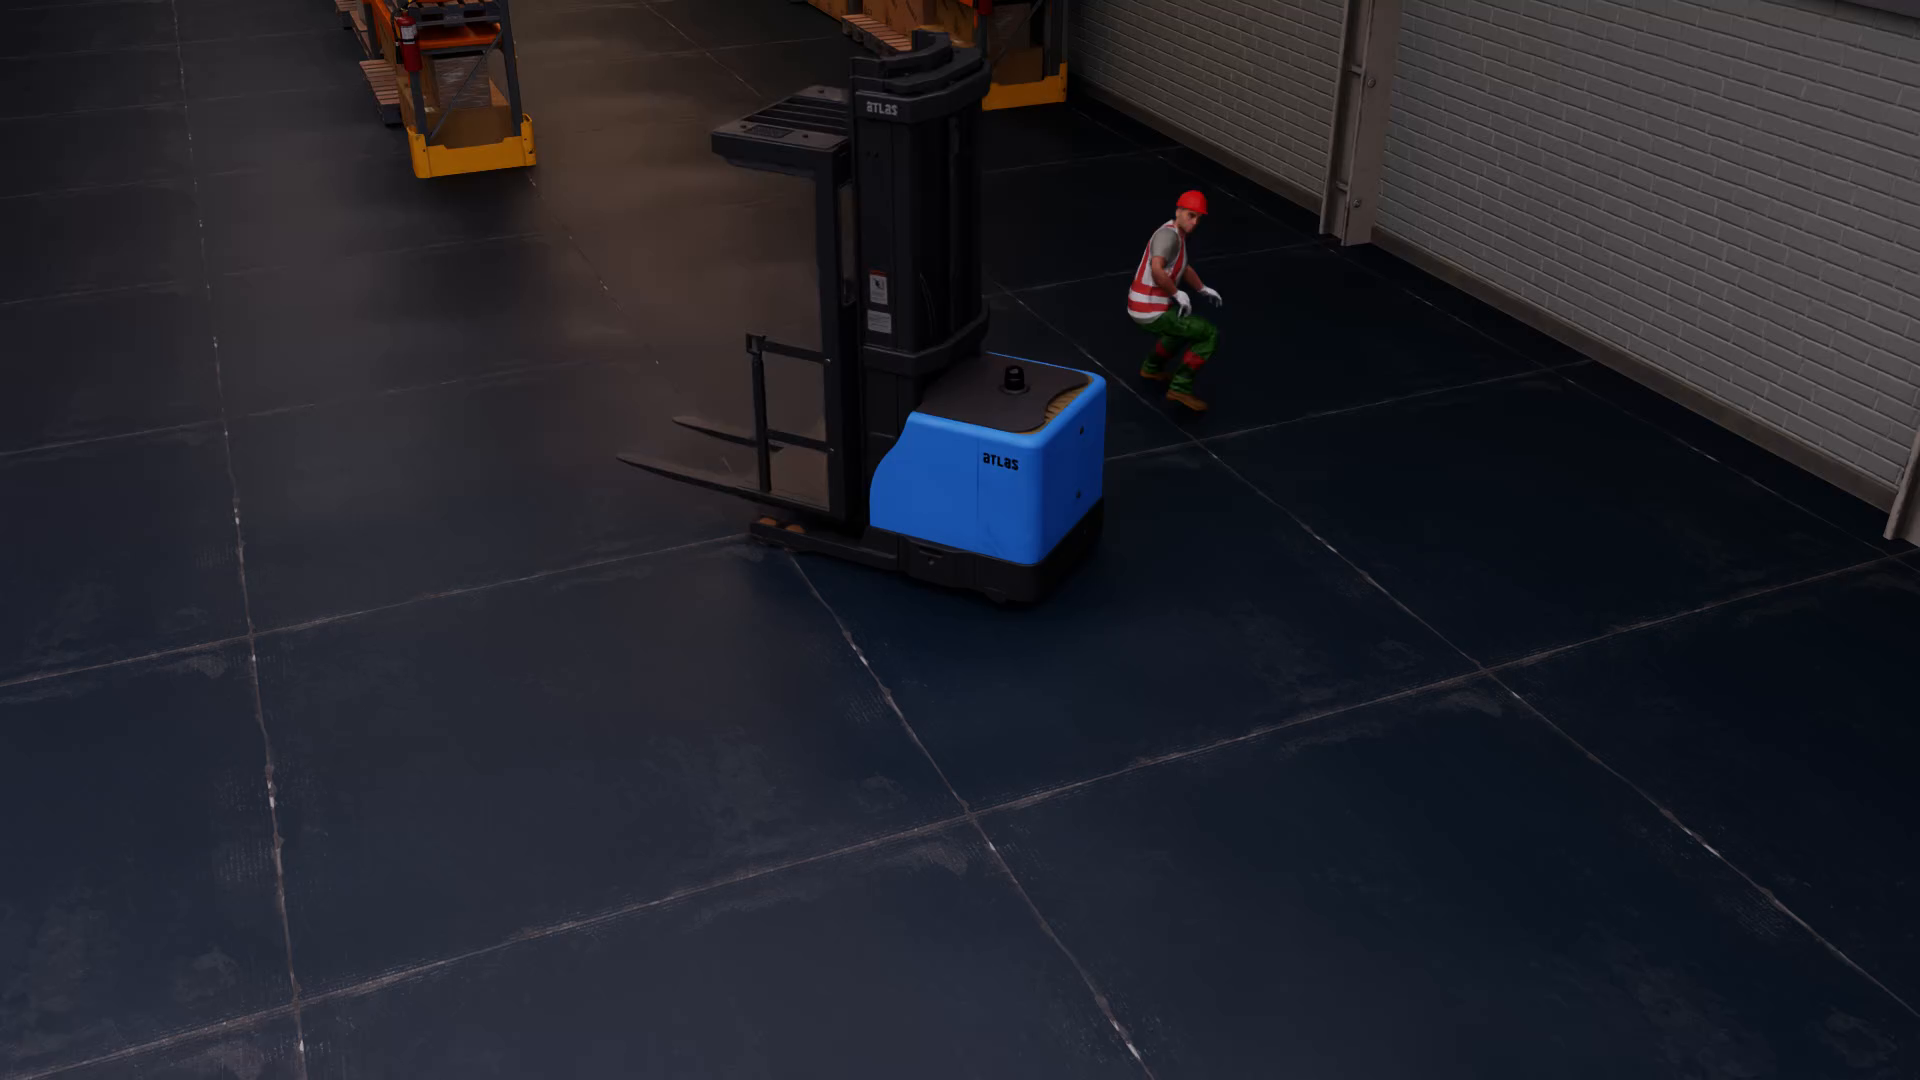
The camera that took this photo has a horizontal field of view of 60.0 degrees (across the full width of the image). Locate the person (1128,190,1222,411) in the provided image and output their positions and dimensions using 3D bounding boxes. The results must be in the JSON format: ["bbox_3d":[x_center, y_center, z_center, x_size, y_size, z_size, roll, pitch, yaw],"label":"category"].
[{"bbox_3d":[1.509,-1.643,11.479,0.709,1.545,0.887,1,30,1],"label":"person"}]

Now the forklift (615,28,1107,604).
[{"bbox_3d":[-0.691,-1.413,9.591,3.031,2.935,1.130,14,33,23],"label":"forklift"}]
